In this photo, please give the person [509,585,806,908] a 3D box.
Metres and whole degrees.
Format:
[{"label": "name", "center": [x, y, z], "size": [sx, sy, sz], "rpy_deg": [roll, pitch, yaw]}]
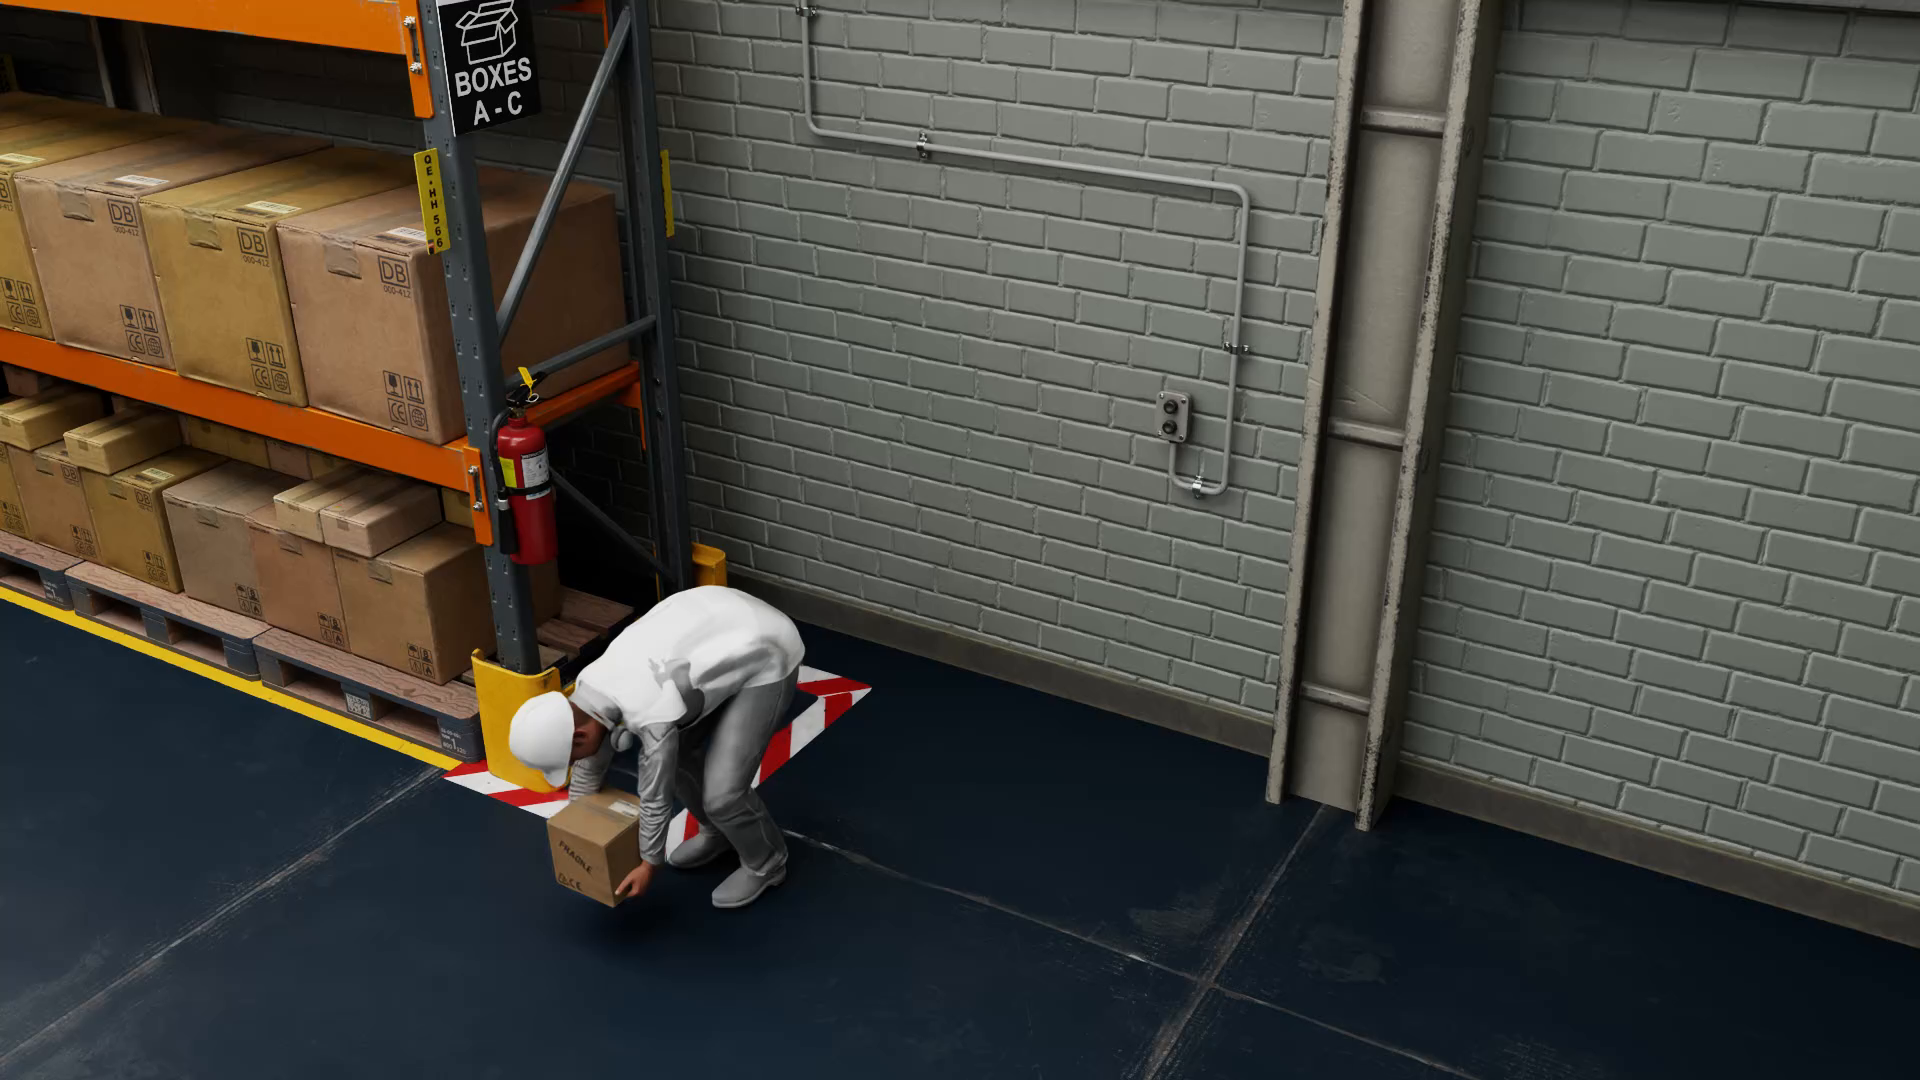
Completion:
[{"label": "person", "center": [-0.963, 0.732, 5.392], "size": [1.010, 1.077, 0.485], "rpy_deg": [-22, 34, -37]}]
